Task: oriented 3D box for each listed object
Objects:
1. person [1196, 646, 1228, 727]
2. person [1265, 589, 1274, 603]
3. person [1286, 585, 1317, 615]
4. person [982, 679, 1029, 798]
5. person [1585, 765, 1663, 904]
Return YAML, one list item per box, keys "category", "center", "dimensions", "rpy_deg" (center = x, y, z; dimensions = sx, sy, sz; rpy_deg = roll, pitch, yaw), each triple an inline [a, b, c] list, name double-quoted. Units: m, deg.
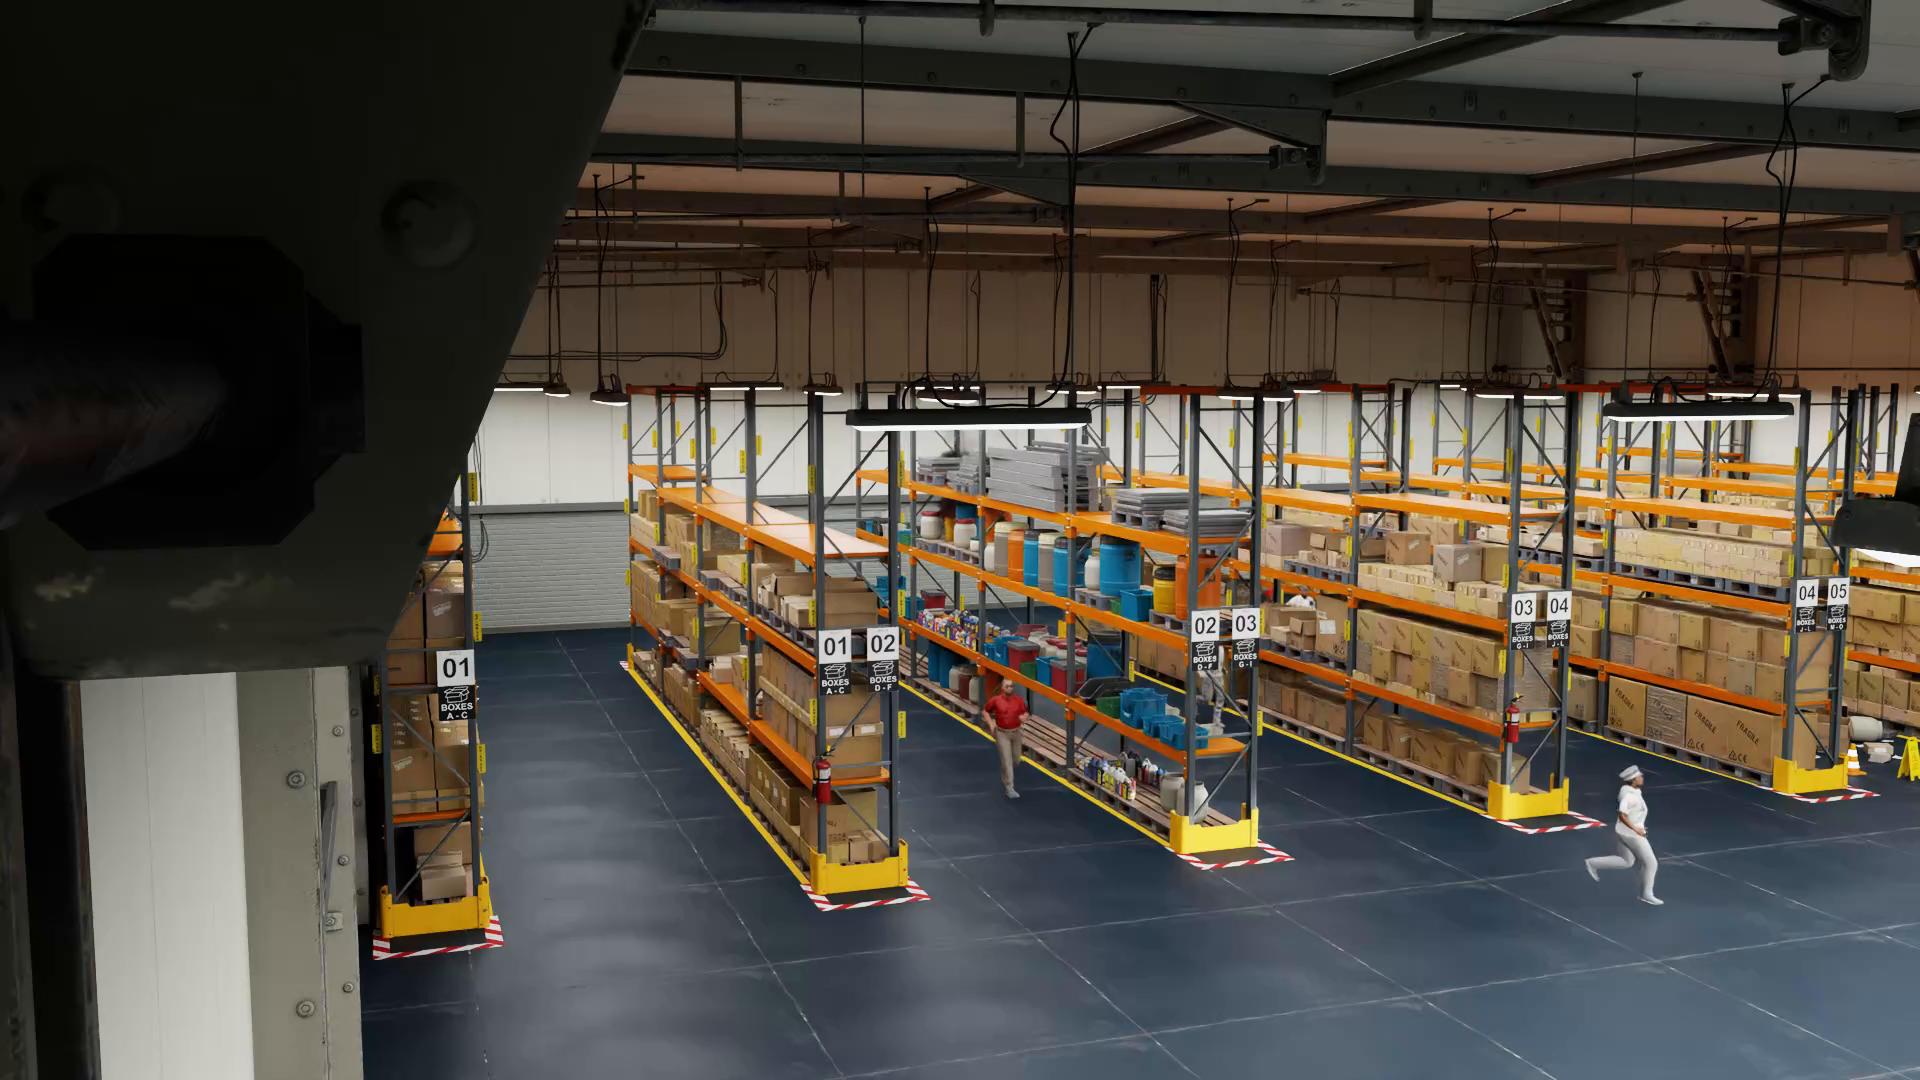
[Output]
- category: "person"
  center: [4.427, 2.412, 29.538]
  dimensions: [0.671, 1.753, 0.857]
  rpy_deg: [-4, 7, -31]
- category: "person"
  center: [6.366, 1.898, 34.178]
  dimensions: [0.653, 1.799, 0.987]
  rpy_deg: [-2, 6, -22]
- category: "person"
  center: [7.303, 1.812, 35.331]
  dimensions: [0.638, 1.799, 0.704]
  rpy_deg: [-2, 6, -19]
- category: "person"
  center: [0.704, 2.913, 24.782]
  dimensions: [0.660, 1.698, 0.953]
  rpy_deg: [-2, 6, -21]
- category: "person"
  center: [7.919, 3.492, 19.753]
  dimensions: [0.886, 1.684, 0.566]
  rpy_deg: [1, 6, 8]
